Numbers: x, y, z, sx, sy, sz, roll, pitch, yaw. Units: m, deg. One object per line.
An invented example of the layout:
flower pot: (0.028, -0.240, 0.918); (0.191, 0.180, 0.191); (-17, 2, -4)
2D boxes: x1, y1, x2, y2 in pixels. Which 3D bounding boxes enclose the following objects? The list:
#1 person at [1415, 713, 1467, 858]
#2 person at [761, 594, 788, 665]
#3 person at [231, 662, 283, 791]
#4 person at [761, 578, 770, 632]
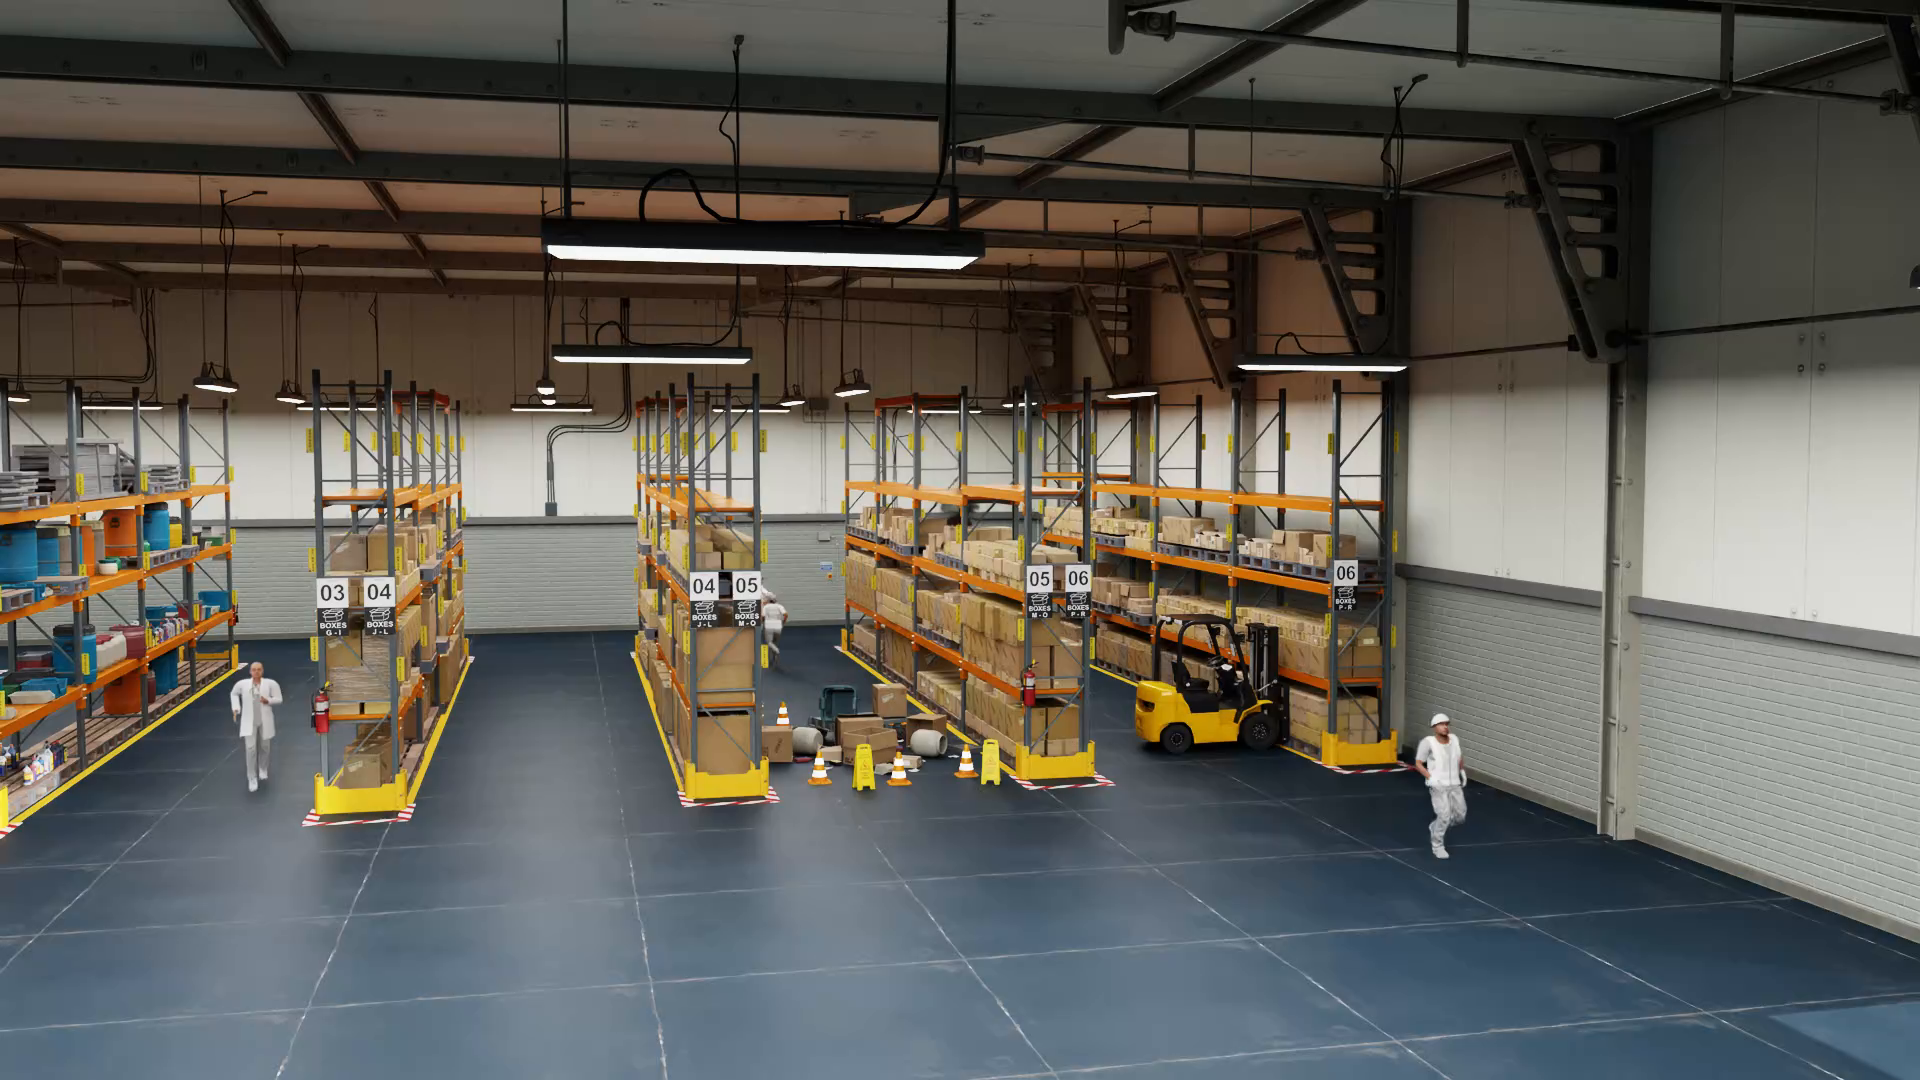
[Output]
person: (5.855, 2.971, 20.178); (0.683, 1.742, 0.547); (-1, 3, -19)
person: (-4.208, 2.051, 37.359); (0.578, 1.664, 1.048); (-2, 4, -26)
person: (-10.282, 2.687, 24.338); (0.689, 1.812, 0.983); (-2, 4, -25)
person: (-4.977, 1.764, 41.178); (0.888, 1.772, 0.663); (-2, 4, -25)
